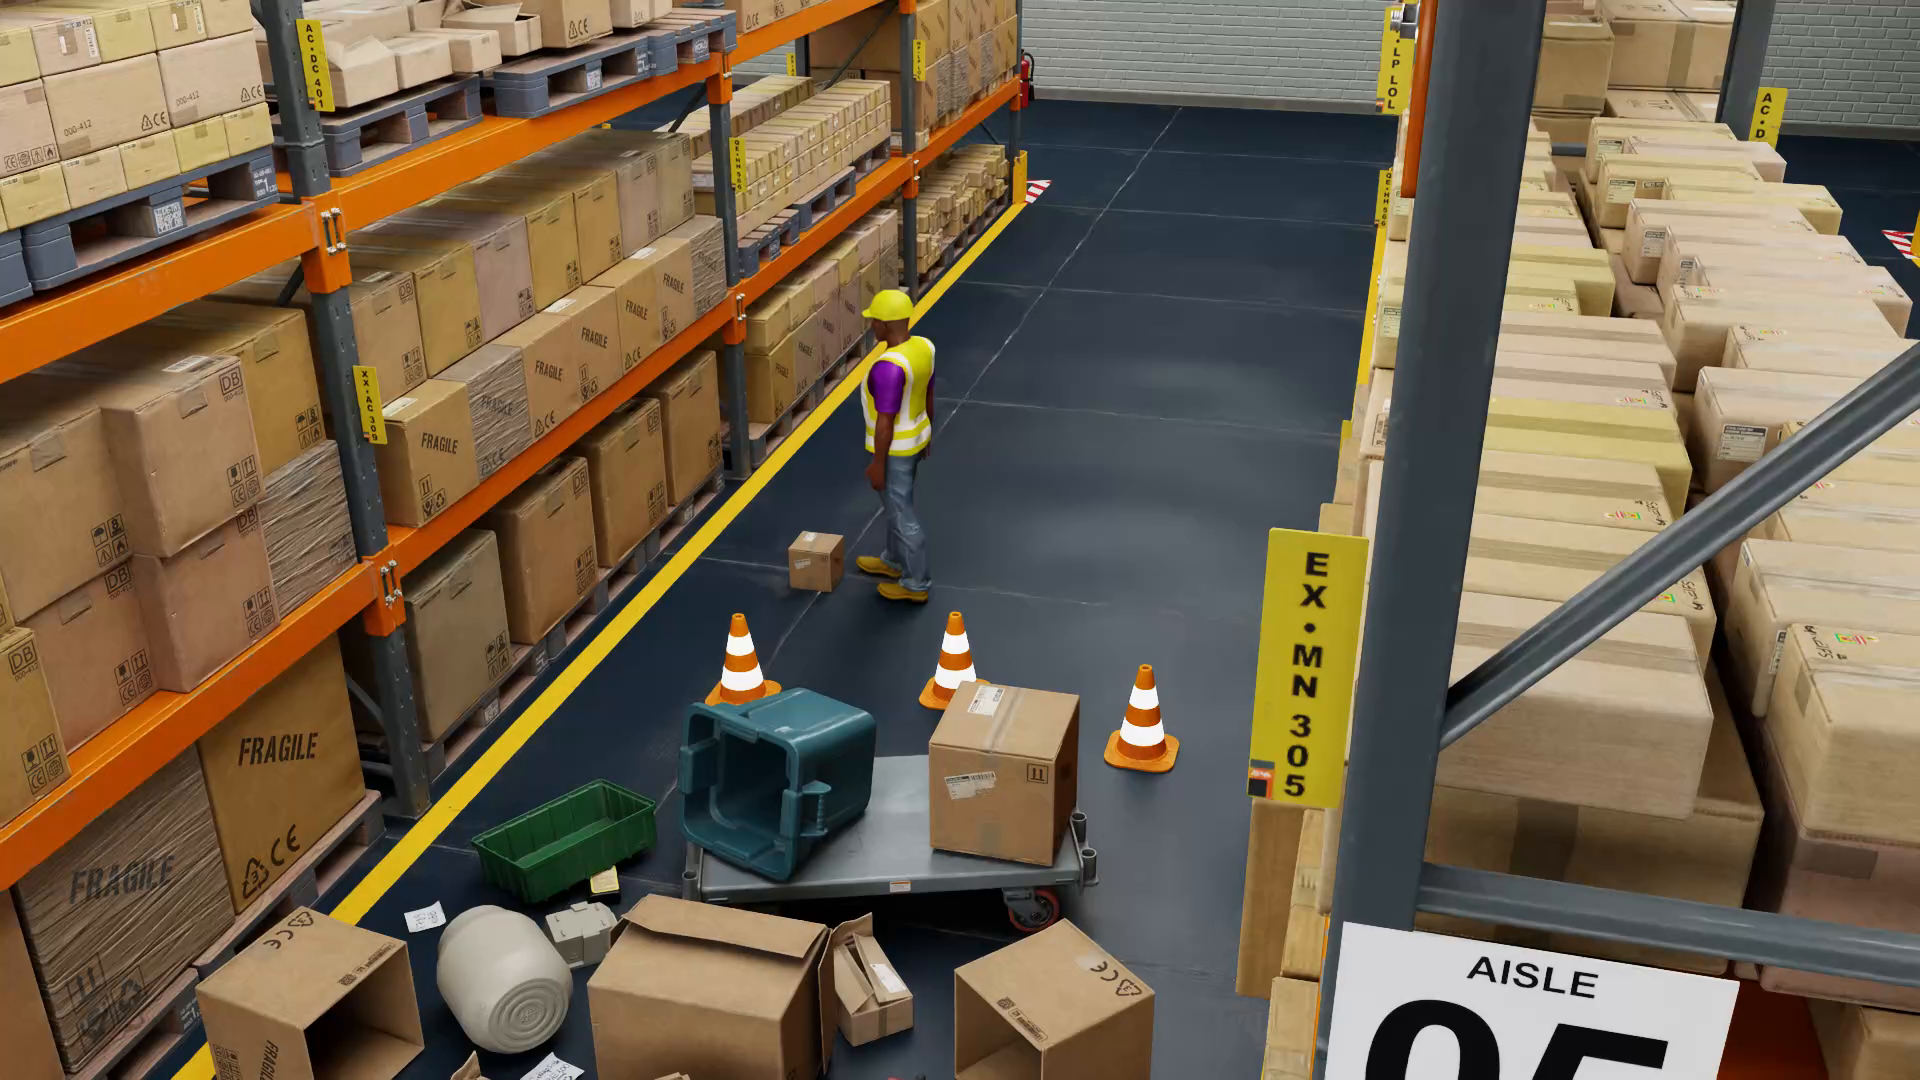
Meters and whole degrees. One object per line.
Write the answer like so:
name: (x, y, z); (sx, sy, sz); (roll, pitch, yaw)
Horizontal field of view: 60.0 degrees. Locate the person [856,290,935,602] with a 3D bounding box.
person: (-0.399, -0.527, 9.185); (0.570, 1.772, 0.600); (9, 27, 18)
